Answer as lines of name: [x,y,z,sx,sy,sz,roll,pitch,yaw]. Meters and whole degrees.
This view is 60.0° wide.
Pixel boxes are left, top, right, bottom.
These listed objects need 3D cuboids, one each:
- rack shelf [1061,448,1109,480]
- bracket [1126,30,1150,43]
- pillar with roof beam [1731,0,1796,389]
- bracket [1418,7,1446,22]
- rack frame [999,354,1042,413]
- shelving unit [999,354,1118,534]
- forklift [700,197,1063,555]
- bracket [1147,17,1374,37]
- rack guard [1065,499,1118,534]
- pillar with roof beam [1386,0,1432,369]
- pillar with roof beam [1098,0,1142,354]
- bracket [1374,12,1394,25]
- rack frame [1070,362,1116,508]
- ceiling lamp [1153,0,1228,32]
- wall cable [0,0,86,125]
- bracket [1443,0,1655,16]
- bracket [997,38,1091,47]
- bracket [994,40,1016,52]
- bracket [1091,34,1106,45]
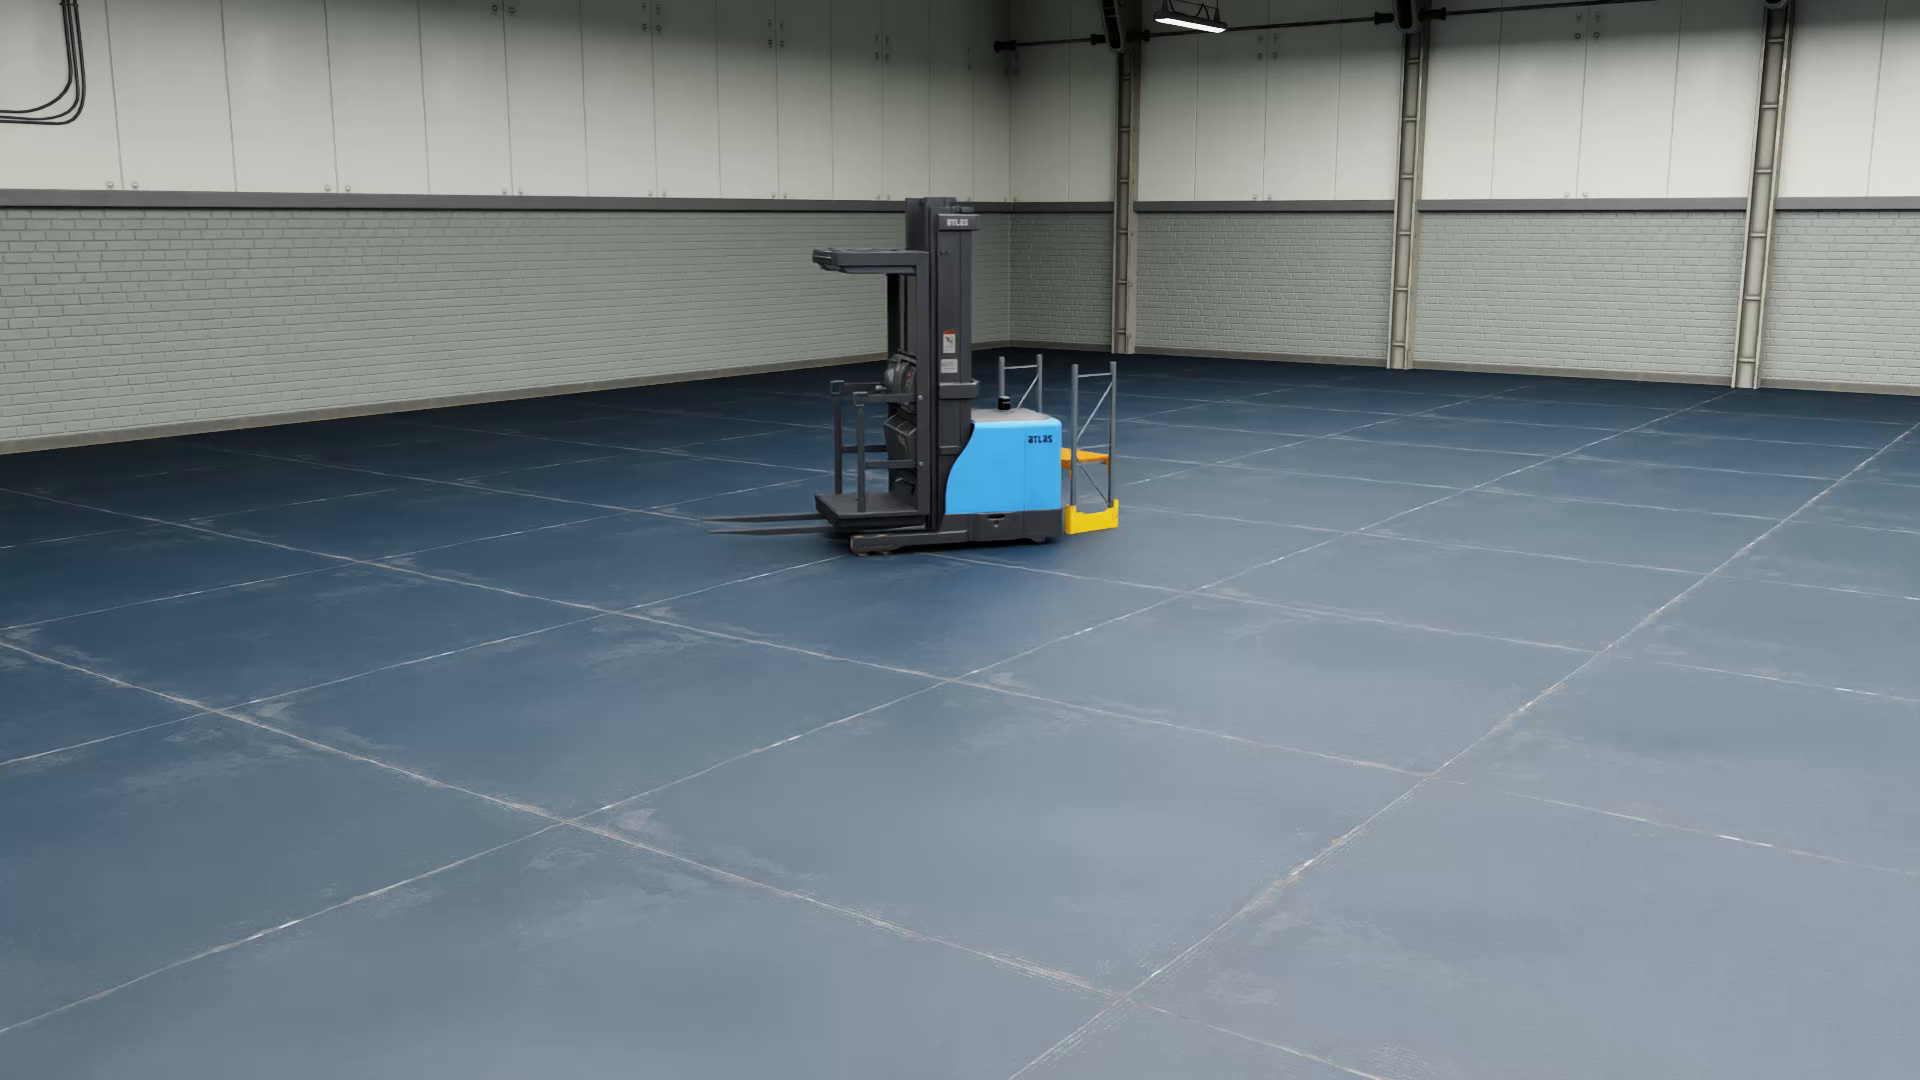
rack shelf: [0.878,-0.728,15.293,0.538,0.185,1.000,-8,14,-37]
bracket: [3.525,-9.975,32.921,0.430,0.232,0.235,8,13,36]
pillar with roof beam: [10.524,-6.300,23.405,0.548,9.000,9.100,8,13,36]
bracket: [8.361,-9.300,29.435,0.430,0.232,0.235,8,13,36]
rack frame: [0.567,-0.981,15.653,0.500,1.500,0.032,-8,14,-37]
shelving unit: [0.884,-0.904,15.252,0.587,1.500,1.083,-8,14,-37]
forklift: [-0.691,-1.421,14.158,3.031,2.935,1.130,-3,11,-15]
bracket: [5.601,-9.685,31.424,4.783,0.066,0.076,8,13,36]
rack guard: [1.189,-0.215,14.984,0.587,0.250,0.087,-8,14,-37]
pillar with roof beam: [5.688,-6.975,26.892,0.548,9.000,9.100,8,13,36]
pillar with roof beam: [0.852,-7.650,30.379,0.548,9.000,9.100,8,13,36]
bracket: [7.692,-9.394,29.917,0.430,0.232,0.235,8,13,36]
rack frame: [1.190,-0.829,14.864,0.500,1.500,0.032,-8,14,-37]
ceiling lamp: [3.579,-9.981,27.060,0.800,3.185,2.000,8,13,36]
wall cable: [-11.205,-7.141,18.797,0.169,6.003,2.305,8,13,36]
bracket: [10.437,-9.011,27.937,4.783,0.066,0.076,8,13,36]
bracket: [1.421,-10.268,34.438,3.189,0.066,0.076,8,13,36]
bracket: [0.945,-10.335,34.781,0.430,0.232,0.235,8,13,36]
bracket: [2.856,-10.068,33.404,0.430,0.232,0.235,8,13,36]
